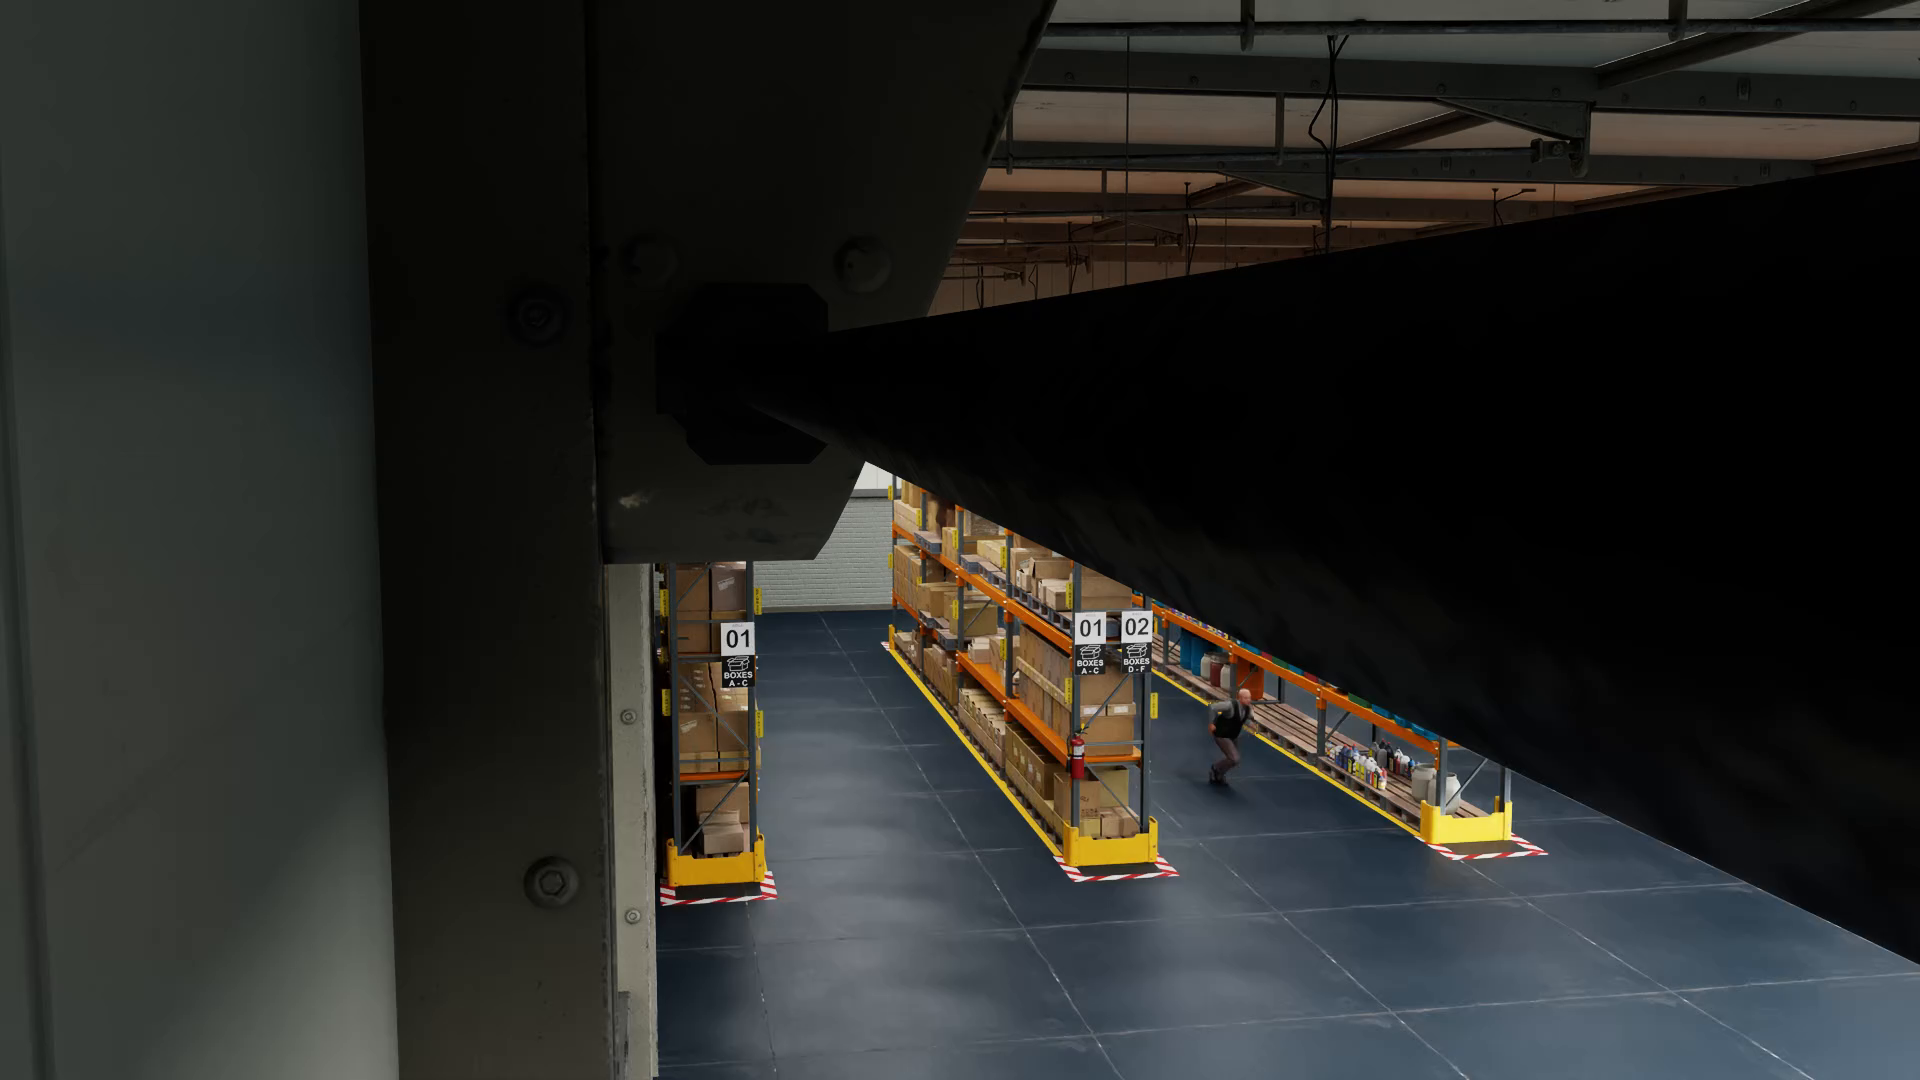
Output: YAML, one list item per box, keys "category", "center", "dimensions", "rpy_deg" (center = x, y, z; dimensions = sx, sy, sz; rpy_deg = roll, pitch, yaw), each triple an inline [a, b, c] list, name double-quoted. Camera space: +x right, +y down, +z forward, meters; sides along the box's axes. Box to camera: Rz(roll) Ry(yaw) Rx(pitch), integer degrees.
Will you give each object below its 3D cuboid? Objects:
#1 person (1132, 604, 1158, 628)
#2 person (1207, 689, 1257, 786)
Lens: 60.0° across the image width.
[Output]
- category: "person"
  center: [4.217, 1.290, 39.311]
  dimensions: [0.947, 1.680, 0.575]
  rpy_deg: [0, 6, 1]
- category: "person"
  center: [3.966, 2.921, 24.459]
  dimensions: [0.685, 1.549, 0.865]
  rpy_deg: [-5, 8, -37]
